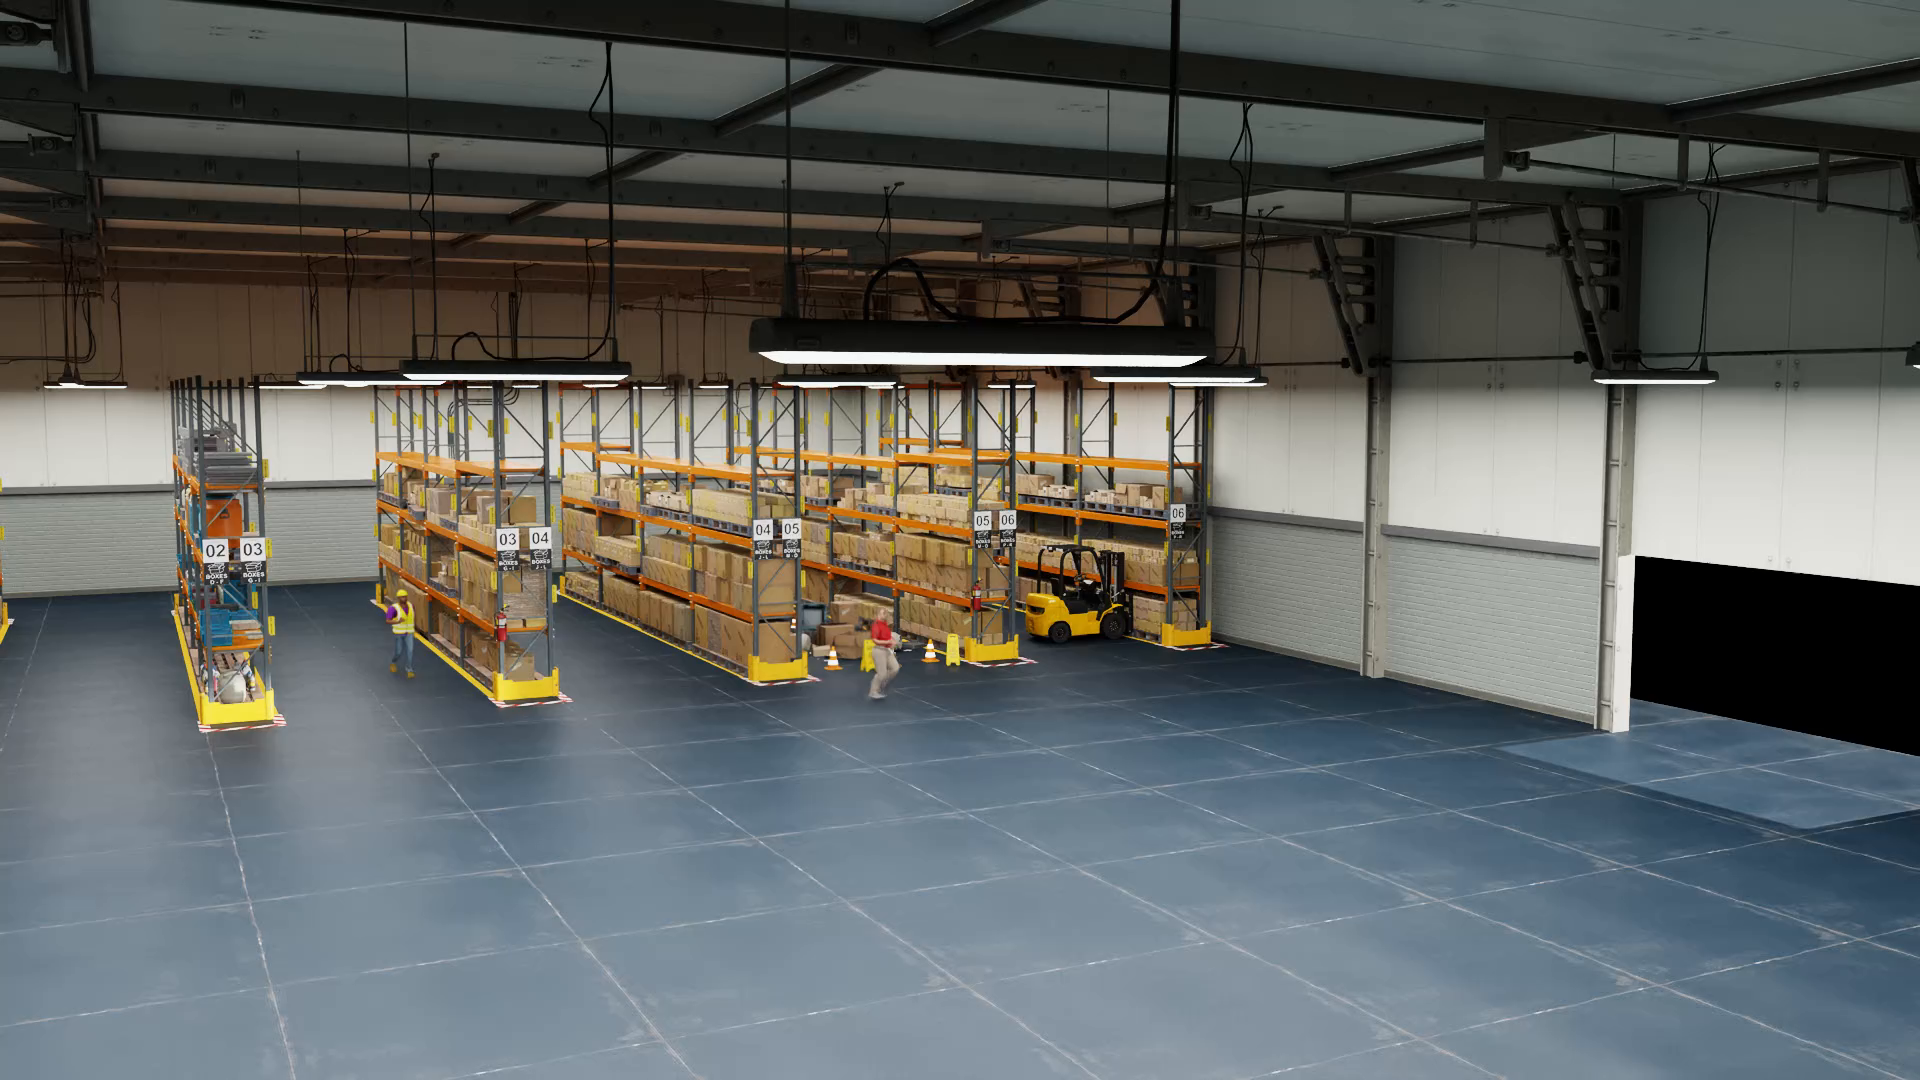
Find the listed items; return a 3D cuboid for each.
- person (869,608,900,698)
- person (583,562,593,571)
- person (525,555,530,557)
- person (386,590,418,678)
[{"bbox_3d":[-1.385,2.120,31.017,0.634,1.705,0.640,2,5,22],"label":"person"},{"bbox_3d":[-10.943,0.502,49.035,0.555,1.705,0.764,2,5,19],"label":"person"},{"bbox_3d":[-12.065,0.774,45.914,0.700,1.769,0.695,-1,5,-16],"label":"person"},{"bbox_3d":[-11.175,1.860,33.304,0.690,1.747,0.954,-4,7,-41],"label":"person"}]
